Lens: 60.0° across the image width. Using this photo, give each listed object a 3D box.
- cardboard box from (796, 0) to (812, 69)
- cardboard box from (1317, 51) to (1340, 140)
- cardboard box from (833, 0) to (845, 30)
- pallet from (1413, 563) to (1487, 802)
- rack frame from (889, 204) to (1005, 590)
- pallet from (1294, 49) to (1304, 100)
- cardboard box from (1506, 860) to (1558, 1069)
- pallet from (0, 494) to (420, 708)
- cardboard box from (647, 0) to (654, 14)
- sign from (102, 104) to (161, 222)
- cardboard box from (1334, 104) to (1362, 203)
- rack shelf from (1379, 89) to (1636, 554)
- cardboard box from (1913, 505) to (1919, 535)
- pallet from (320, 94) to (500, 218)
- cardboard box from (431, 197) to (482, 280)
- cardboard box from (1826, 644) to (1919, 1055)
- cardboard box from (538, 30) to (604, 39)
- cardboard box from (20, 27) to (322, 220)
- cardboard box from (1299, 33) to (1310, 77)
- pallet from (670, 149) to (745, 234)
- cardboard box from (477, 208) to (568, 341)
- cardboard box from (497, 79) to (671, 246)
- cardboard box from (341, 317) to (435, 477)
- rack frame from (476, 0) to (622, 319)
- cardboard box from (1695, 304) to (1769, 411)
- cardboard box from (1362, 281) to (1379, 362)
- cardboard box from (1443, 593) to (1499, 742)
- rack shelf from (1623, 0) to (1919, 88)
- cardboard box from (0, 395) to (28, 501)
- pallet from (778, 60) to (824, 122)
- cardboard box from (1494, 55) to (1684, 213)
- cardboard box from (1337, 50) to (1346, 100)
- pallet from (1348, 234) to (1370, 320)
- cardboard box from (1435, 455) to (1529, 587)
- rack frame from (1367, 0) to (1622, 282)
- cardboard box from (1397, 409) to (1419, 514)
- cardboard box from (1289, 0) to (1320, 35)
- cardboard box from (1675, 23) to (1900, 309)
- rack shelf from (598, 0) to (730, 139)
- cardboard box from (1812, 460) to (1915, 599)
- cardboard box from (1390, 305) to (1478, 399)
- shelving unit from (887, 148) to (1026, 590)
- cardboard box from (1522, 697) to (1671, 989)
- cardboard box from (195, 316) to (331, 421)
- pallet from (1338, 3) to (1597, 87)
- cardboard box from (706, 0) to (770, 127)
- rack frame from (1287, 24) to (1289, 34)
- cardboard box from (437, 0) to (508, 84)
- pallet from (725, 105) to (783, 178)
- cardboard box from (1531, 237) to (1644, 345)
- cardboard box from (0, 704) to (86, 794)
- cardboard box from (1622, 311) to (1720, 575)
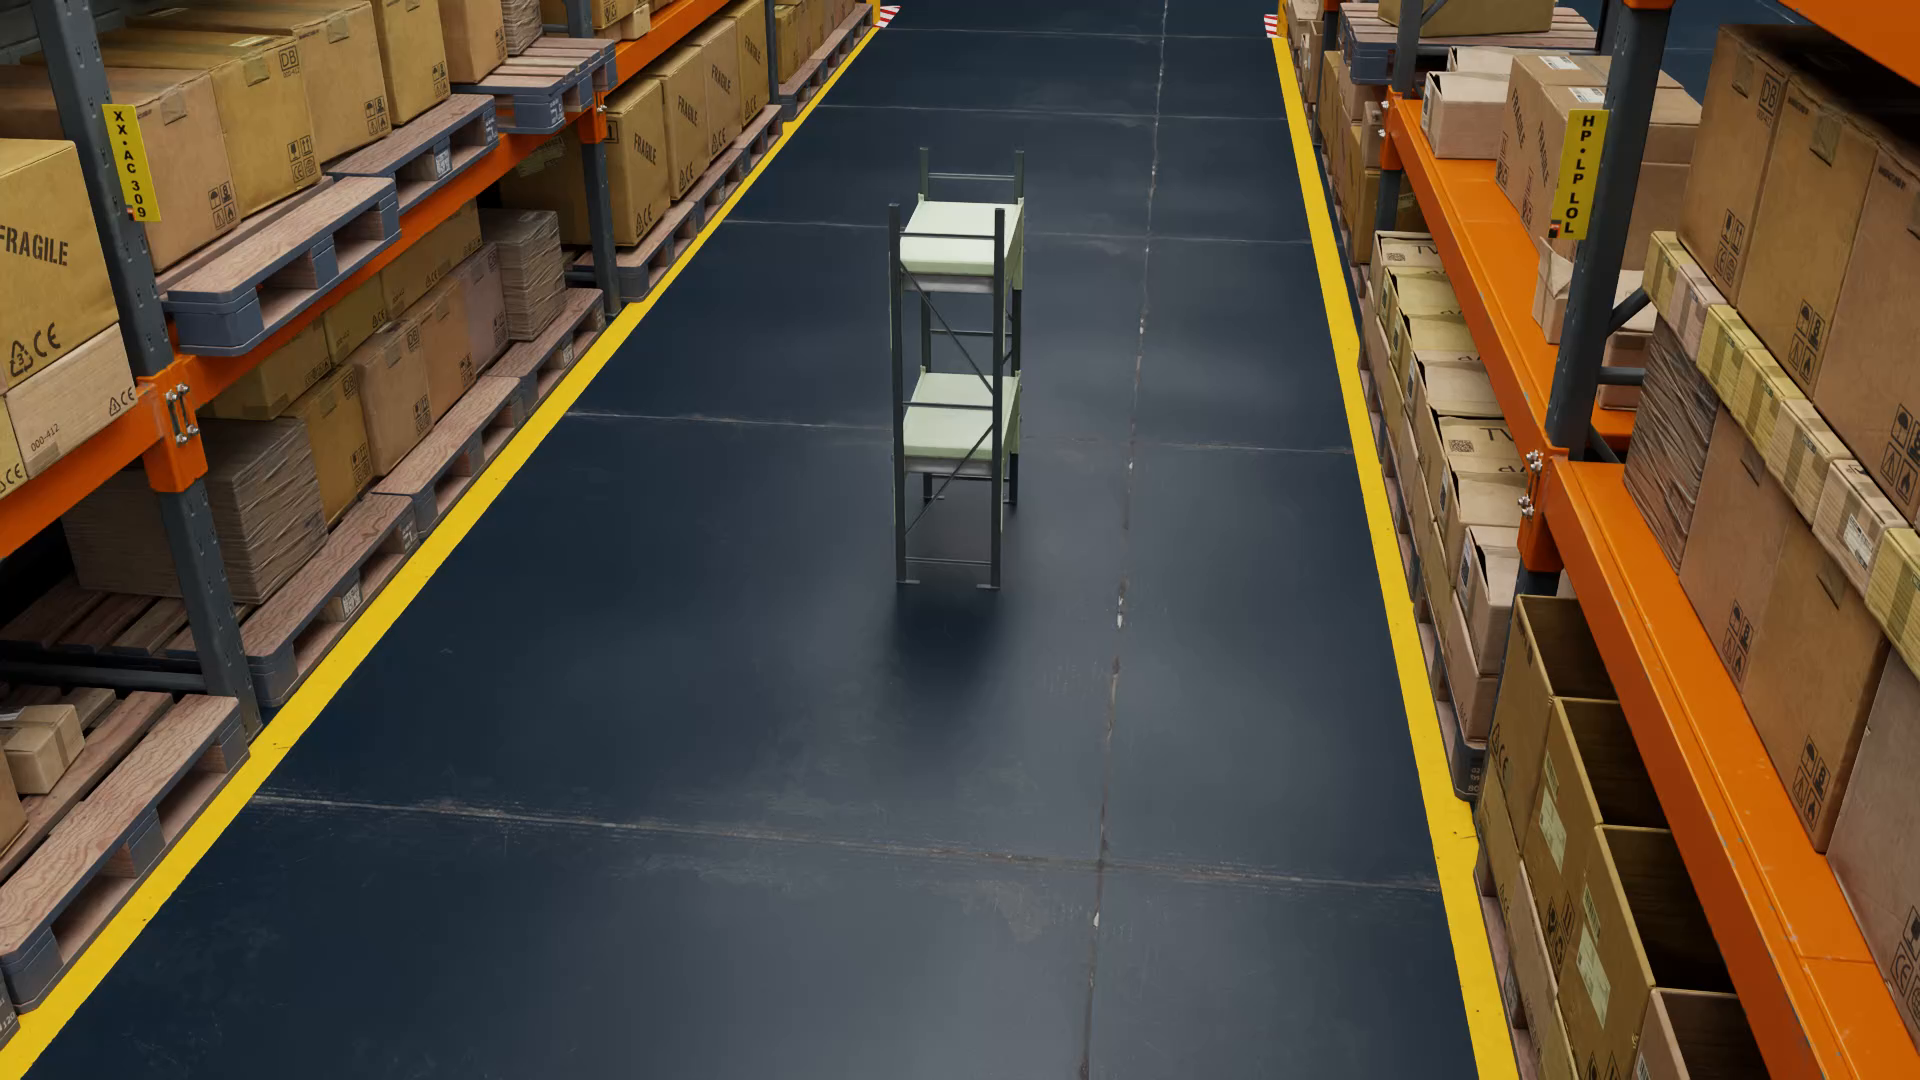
[{"bbox_3d":[-1.600,-4.122,13.432,0.700,0.500,0.500,3,28,6],"label":"cardboard box"},{"bbox_3d":[2.757,-3.049,11.419,0.500,0.500,0.500,2,28,4],"label":"cardboard box"},{"bbox_3d":[-1.416,-4.852,14.786,0.700,0.500,0.500,3,28,6],"label":"cardboard box"},{"bbox_3d":[2.130,0.475,5.646,1.003,0.211,1.213,3,28,6],"label":"pallet"},{"bbox_3d":[-0.046,-0.485,6.069,0.400,1.500,0.023,3,28,6],"label":"rack frame"},{"bbox_3d":[3.290,-3.841,13.657,1.003,0.211,1.213,3,28,6],"label":"pallet"},{"bbox_3d":[1.654,1.058,4.080,0.500,0.250,0.500,3,28,6],"label":"cardboard box"},{"bbox_3d":[-2.745,0.171,6.209,1.003,0.211,1.213,3,28,6],"label":"pallet"},{"bbox_3d":[-1.991,-3.099,9.583,0.380,0.149,0.250,4,29,7],"label":"cardboard box"},{"bbox_3d":[-2.299,-1.043,4.610,0.100,0.325,0.005,3,28,6],"label":"sign"},{"bbox_3d":[2.572,-2.325,10.074,0.500,0.500,0.500,2,28,4],"label":"cardboard box"},{"bbox_3d":[2.323,-1.028,6.255,1.077,0.370,4.000,3,28,6],"label":"rack shelf"},{"bbox_3d":[1.846,-0.101,2.301,0.700,0.500,0.500,3,28,6],"label":"cardboard box"},{"bbox_3d":[-2.551,-1.554,6.674,1.003,0.211,1.213,3,28,6],"label":"pallet"},{"bbox_3d":[-2.517,-1.389,7.547,0.500,0.250,0.500,4,29,7],"label":"cardboard box"},{"bbox_3d":[1.845,0.487,2.577,0.700,0.500,0.500,4,29,8],"label":"cardboard box"},{"bbox_3d":[-2.078,-2.612,8.680,0.380,0.149,0.250,3,28,5],"label":"cardboard box"},{"bbox_3d":[-2.667,-1.428,5.668,0.700,0.500,0.500,6,29,11],"label":"cardboard box"},{"bbox_3d":[2.938,-3.817,13.043,0.500,0.311,0.500,3,28,6],"label":"cardboard box"},{"bbox_3d":[-2.025,-2.284,10.768,1.003,0.211,1.213,3,28,6],"label":"pallet"},{"bbox_3d":[-2.385,-1.324,8.216,0.700,0.500,0.500,4,29,7],"label":"cardboard box"},{"bbox_3d":[-2.128,-2.150,9.401,0.750,0.750,0.750,3,28,6],"label":"cardboard box"},{"bbox_3d":[-2.649,-0.614,6.899,0.700,0.500,0.500,4,29,7],"label":"cardboard box"},{"bbox_3d":[-2.349,-2.573,8.363,1.000,3.000,0.127,3,28,6],"label":"rack frame"},{"bbox_3d":[1.792,-0.378,3.500,0.380,0.149,0.250,3,28,5],"label":"cardboard box"},{"bbox_3d":[2.213,-1.031,7.958,0.500,0.250,0.500,3,28,6],"label":"cardboard box"},{"bbox_3d":[1.841,0.410,5.283,0.500,0.250,0.500,3,28,6],"label":"cardboard box"},{"bbox_3d":[1.833,-0.466,2.048,1.077,0.370,4.000,3,28,6],"label":"rack shelf"},{"bbox_3d":[-2.665,-0.158,4.017,0.500,0.250,0.500,3,29,6],"label":"cardboard box"},{"bbox_3d":[-1.688,-3.581,13.175,1.003,0.211,1.213,3,28,6],"label":"pallet"},{"bbox_3d":[2.379,-1.540,6.340,0.500,0.500,0.500,2,28,3],"label":"cardboard box"},{"bbox_3d":[2.635,-2.908,10.367,0.500,0.250,0.500,3,29,6],"label":"cardboard box"},{"bbox_3d":[2.697,-1.408,9.141,1.003,0.211,1.213,3,28,6],"label":"pallet"},{"bbox_3d":[1.901,-0.077,5.596,0.500,0.311,0.500,4,29,8],"label":"cardboard box"},{"bbox_3d":[2.568,-2.286,7.831,1.000,3.000,0.127,3,28,6],"label":"rack frame"},{"bbox_3d":[2.031,-0.308,6.616,0.500,0.250,0.500,4,29,7],"label":"cardboard box"},{"bbox_3d":[3.139,-4.561,14.488,0.500,0.250,0.500,3,28,6],"label":"cardboard box"},{"bbox_3d":[2.030,-0.810,3.617,0.700,0.500,0.500,3,29,6],"label":"cardboard box"},{"bbox_3d":[-2.104,-3.197,10.281,1.077,0.370,4.000,3,28,6],"label":"rack shelf"},{"bbox_3d":[1.699,-0.011,2.819,0.380,0.149,0.250,3,28,5],"label":"cardboard box"},{"bbox_3d":[2.092,-0.791,6.920,0.500,0.311,0.500,3,28,5],"label":"cardboard box"},{"bbox_3d":[-0.001,-0.657,6.388,0.431,1.500,0.755,3,28,6],"label":"shelving unit"},{"bbox_3d":[1.657,0.728,3.902,0.500,0.500,0.500,3,28,6],"label":"cardboard box"},{"bbox_3d":[-2.715,-0.668,6.208,0.500,0.250,0.500,3,28,5],"label":"cardboard box"},{"bbox_3d":[2.582,-2.525,8.477,1.213,0.211,1.003,3,28,6],"label":"pallet"},{"bbox_3d":[-1.809,-3.380,11.686,0.750,0.750,0.750,4,29,7],"label":"cardboard box"},{"bbox_3d":[3.548,-6.052,14.821,1.000,3.000,0.127,3,28,6],"label":"rack frame"},{"bbox_3d":[-2.438,-2.324,7.332,0.700,0.500,0.500,1,28,1],"label":"cardboard box"},{"bbox_3d":[-1.878,-2.860,11.837,1.003,0.211,1.213,3,28,6],"label":"pallet"},{"bbox_3d":[2.004,-0.769,5.156,0.396,0.266,0.258,3,28,5],"label":"cardboard box"},{"bbox_3d":[-2.875,0.618,4.965,0.380,0.166,0.250,0,28,0],"label":"cardboard box"},{"bbox_3d":[2.030,-0.238,3.924,0.700,0.500,0.500,3,28,5],"label":"cardboard box"}]
